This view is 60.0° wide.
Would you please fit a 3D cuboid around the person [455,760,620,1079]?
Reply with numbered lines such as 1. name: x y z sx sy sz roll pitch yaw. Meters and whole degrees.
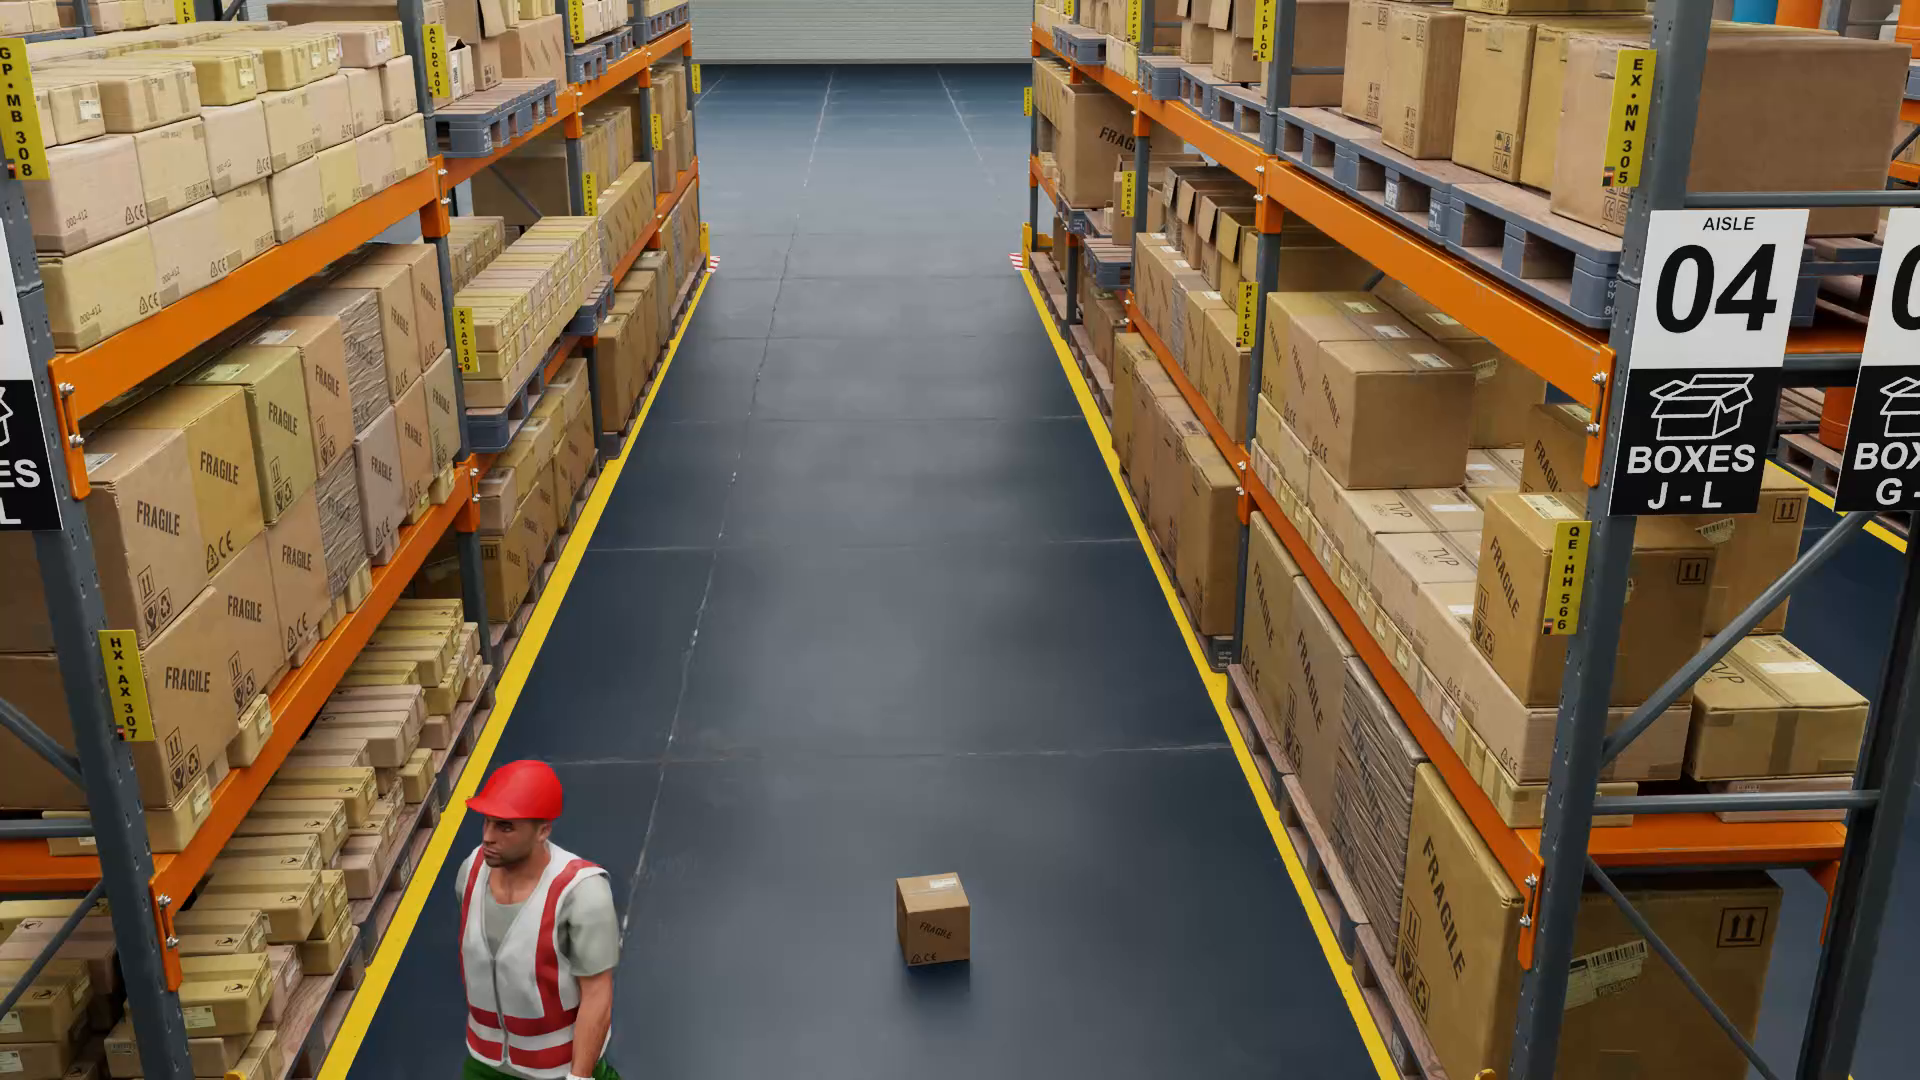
1. person: -1.203 1.445 4.607 0.537 1.738 1.040 7 21 18
